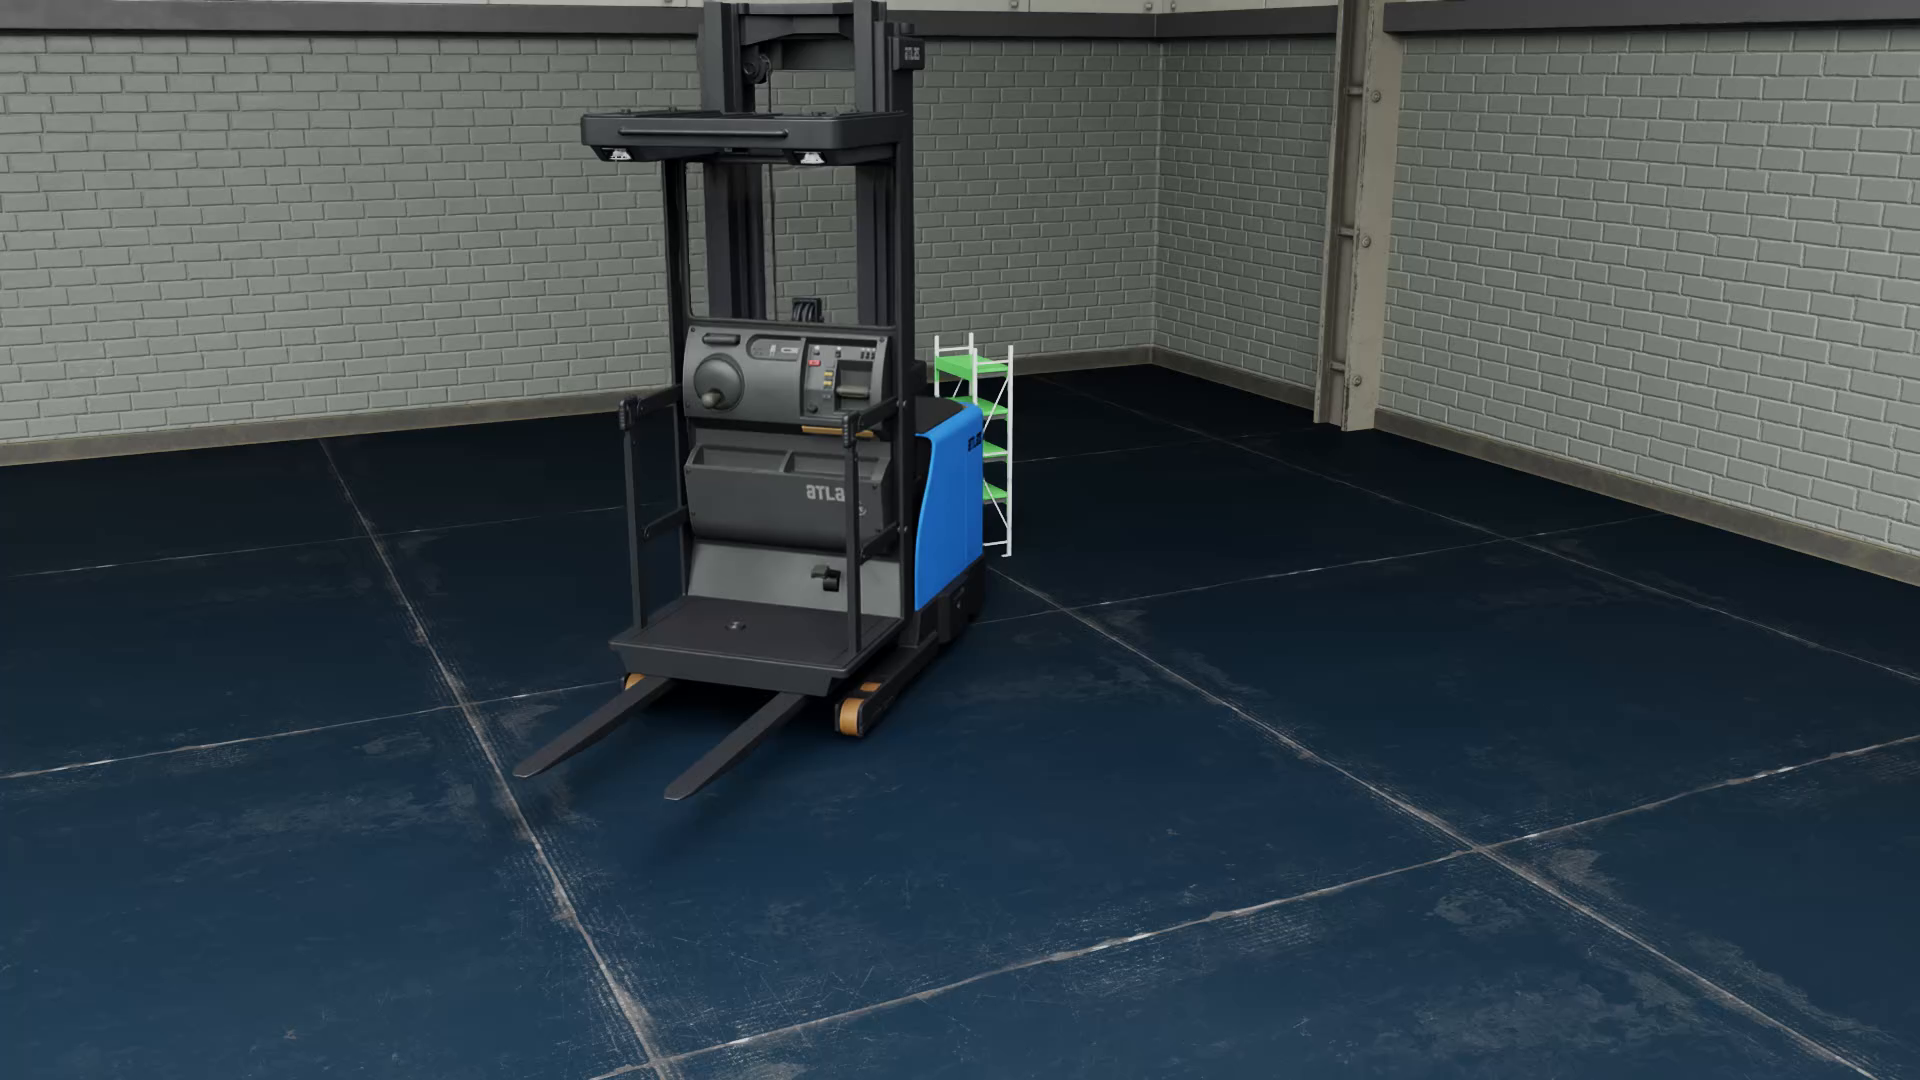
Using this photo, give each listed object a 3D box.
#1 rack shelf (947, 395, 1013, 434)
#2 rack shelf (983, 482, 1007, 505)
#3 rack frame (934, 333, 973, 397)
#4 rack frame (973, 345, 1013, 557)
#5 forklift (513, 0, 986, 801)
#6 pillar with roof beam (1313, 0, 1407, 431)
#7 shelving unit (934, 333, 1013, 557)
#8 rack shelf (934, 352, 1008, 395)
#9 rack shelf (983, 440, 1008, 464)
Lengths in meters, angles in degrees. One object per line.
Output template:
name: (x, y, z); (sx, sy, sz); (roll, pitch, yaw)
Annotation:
rack shelf: (0.073, -0.705, 9.394); (0.258, 0.148, 0.480); (-8, 18, -25)
rack shelf: (0.073, -0.244, 9.526); (0.258, 0.148, 0.480); (-8, 18, -25)
rack frame: (-0.034, -0.596, 9.653); (0.240, 1.200, 0.015); (-8, 18, -25)
rack frame: (0.179, -0.475, 9.231); (0.240, 1.200, 0.015); (-8, 18, -25)
forklift: (-0.819, -0.714, 6.927); (1.130, 2.935, 3.031); (5, 17, 18)
pillar with roof beam: (-0.894, -4.697, 9.806); (9.100, 9.000, 0.400); (-8, 18, -25)
shelving unit: (0.073, -0.536, 9.442); (0.258, 1.200, 0.503); (-8, 18, -25)
rack shelf: (0.072, -0.936, 9.327); (0.258, 0.148, 0.480); (-8, 18, -25)
rack shelf: (0.073, -0.474, 9.460); (0.258, 0.148, 0.480); (-8, 18, -25)
